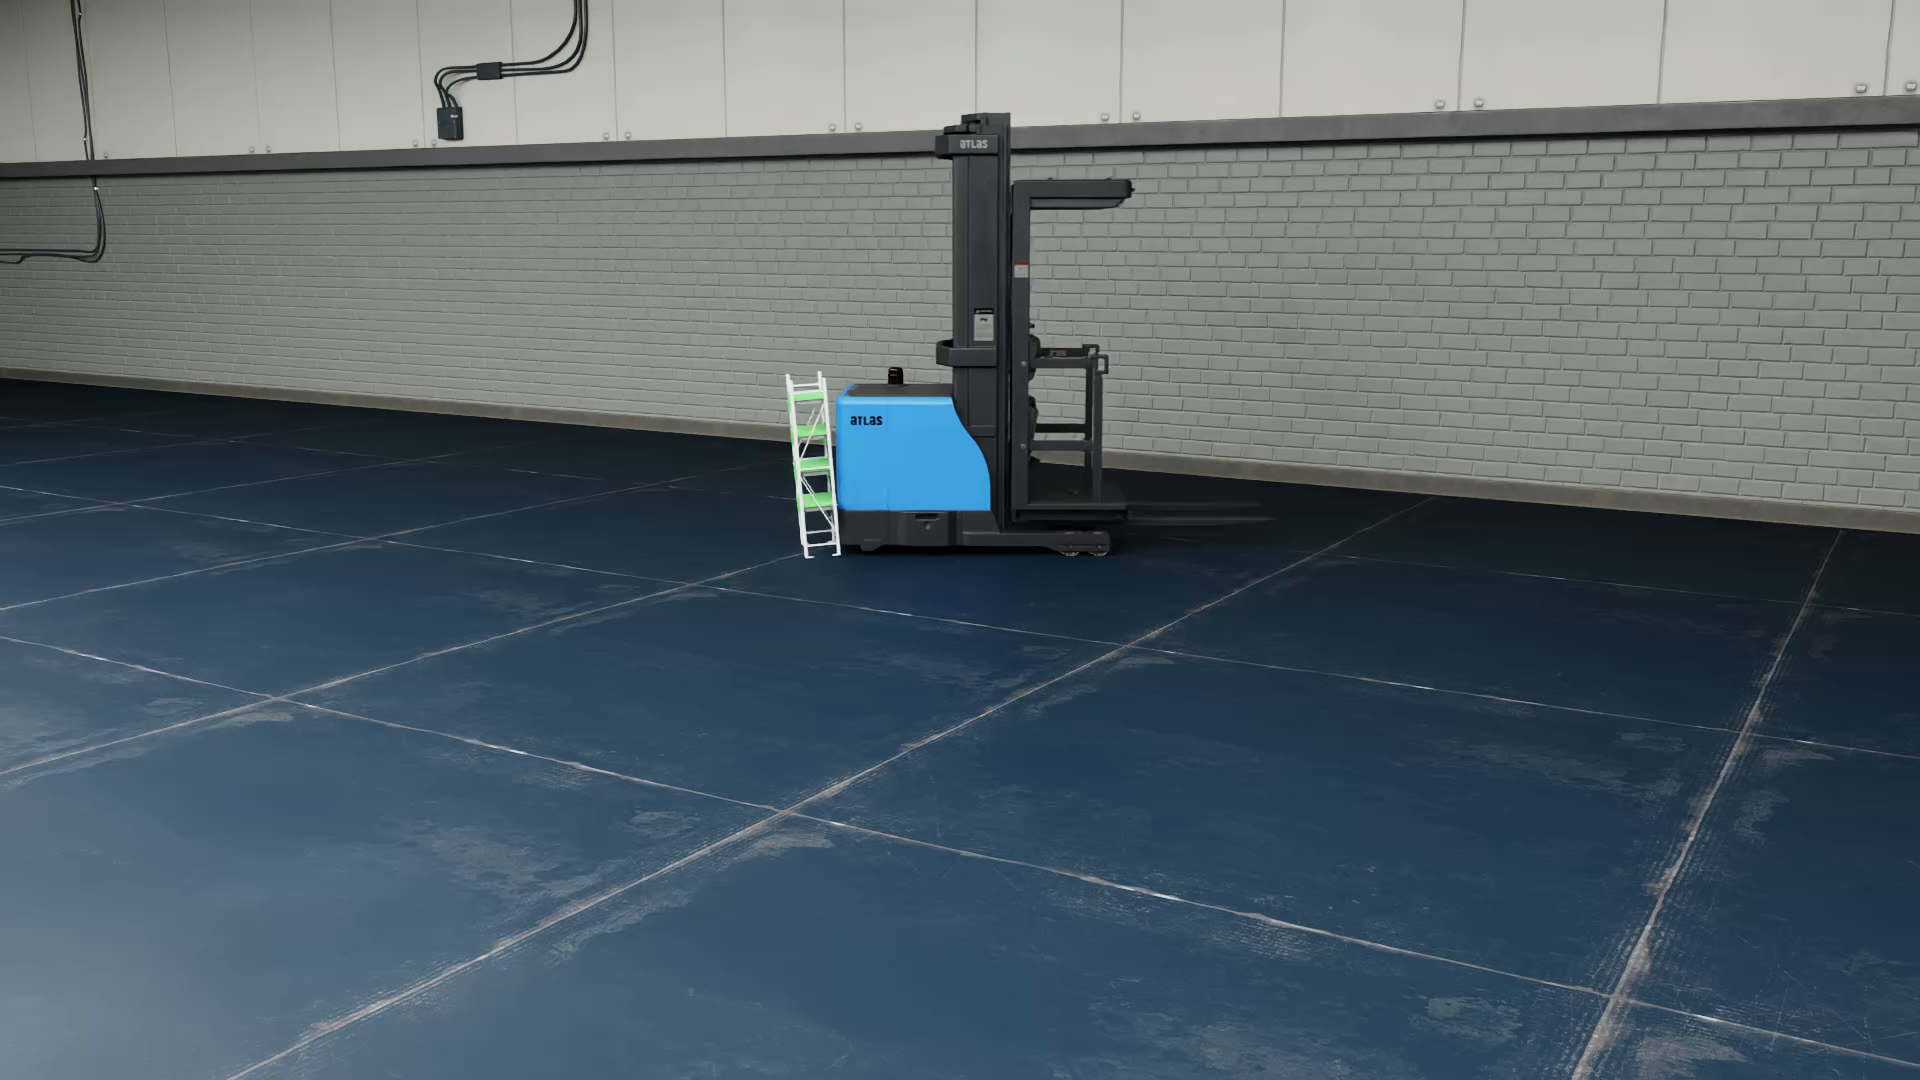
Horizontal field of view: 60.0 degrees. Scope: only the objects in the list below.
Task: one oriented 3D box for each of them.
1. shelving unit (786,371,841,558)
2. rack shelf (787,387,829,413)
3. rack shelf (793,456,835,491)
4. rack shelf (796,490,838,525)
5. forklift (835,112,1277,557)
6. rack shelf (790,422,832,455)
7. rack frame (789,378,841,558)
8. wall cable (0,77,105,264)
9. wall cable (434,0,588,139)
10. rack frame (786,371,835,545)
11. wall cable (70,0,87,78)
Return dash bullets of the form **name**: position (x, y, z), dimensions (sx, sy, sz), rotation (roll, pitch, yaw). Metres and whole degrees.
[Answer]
- **shelving unit**: position (-1.002, -0.520, 11.339), dimensions (0.258, 1.200, 0.503), rotation (-5, 11, -7)
- **rack shelf**: position (-1.031, -0.927, 11.258), dimensions (0.258, 0.148, 0.480), rotation (-5, 11, -7)
- **rack shelf**: position (-0.997, -0.457, 11.351), dimensions (0.258, 0.148, 0.480), rotation (-5, 11, -7)
- **rack shelf**: position (-0.981, -0.222, 11.397), dimensions (0.258, 0.148, 0.480), rotation (-5, 11, -7)
- **forklift**: position (0.668, -1.427, 11.525), dimensions (3.031, 2.935, 1.130), rotation (0, 11, 1)
- **rack shelf**: position (-1.014, -0.692, 11.305), dimensions (0.258, 0.148, 0.480), rotation (-5, 11, -7)
- **rack frame**: position (-0.967, -0.476, 11.101), dimensions (0.240, 1.200, 0.015), rotation (-5, 11, -7)
- **wall cable**: position (-13.116, -5.179, 23.514), dimensions (3.097, 2.526, 0.112), rotation (6, 12, 31)
- **wall cable**: position (-5.011, -7.467, 18.057), dimensions (2.305, 6.003, 0.169), rotation (6, 12, 31)
- **rack frame**: position (-1.037, -0.564, 11.576), dimensions (0.240, 1.200, 0.015), rotation (-5, 11, -7)
- **wall cable**: position (-10.804, -7.403, 21.669), dimensions (3.097, 2.526, 0.112), rotation (6, 12, 31)
